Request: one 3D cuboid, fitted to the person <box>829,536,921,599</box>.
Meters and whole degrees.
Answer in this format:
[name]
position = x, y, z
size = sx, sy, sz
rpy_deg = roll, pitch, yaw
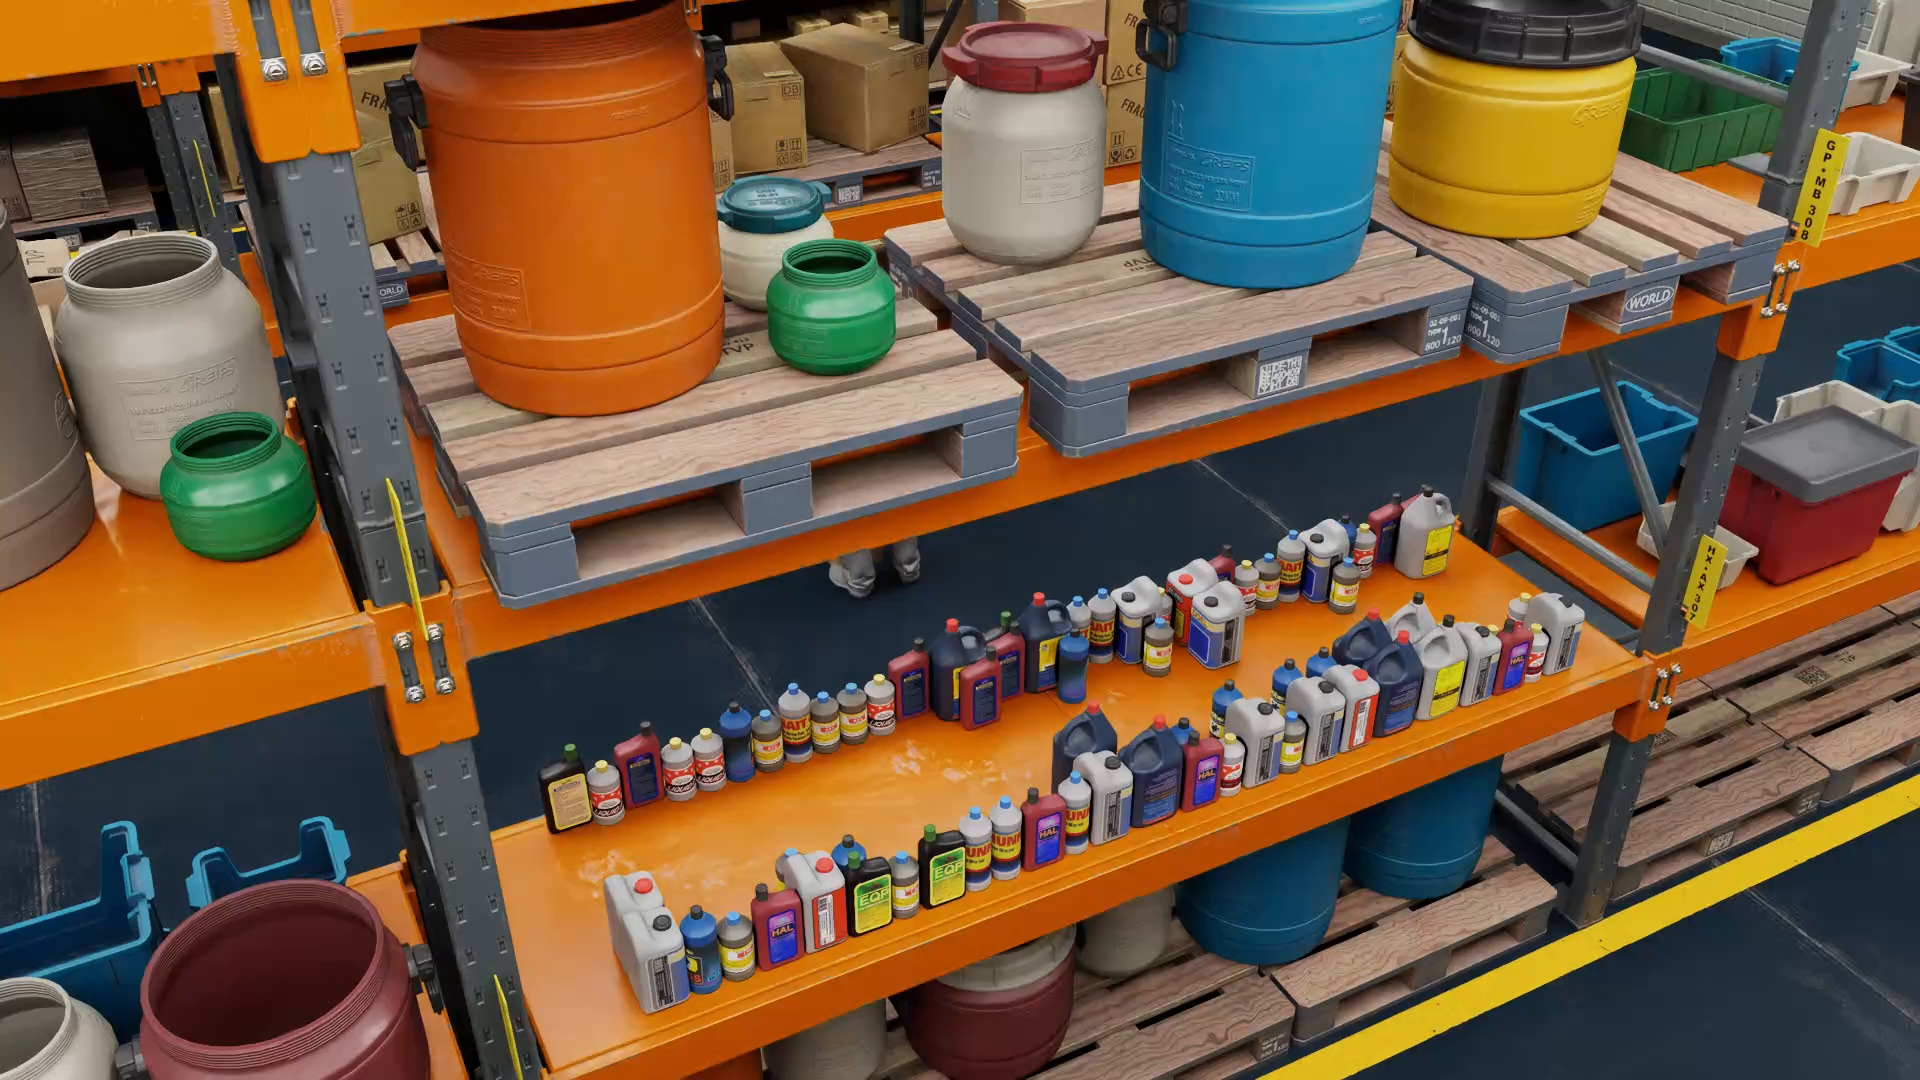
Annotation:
[person]
position = -0.436, -0.529, 7.937
size = 0.579, 1.769, 0.466
rpy_deg = -18, 37, -25
